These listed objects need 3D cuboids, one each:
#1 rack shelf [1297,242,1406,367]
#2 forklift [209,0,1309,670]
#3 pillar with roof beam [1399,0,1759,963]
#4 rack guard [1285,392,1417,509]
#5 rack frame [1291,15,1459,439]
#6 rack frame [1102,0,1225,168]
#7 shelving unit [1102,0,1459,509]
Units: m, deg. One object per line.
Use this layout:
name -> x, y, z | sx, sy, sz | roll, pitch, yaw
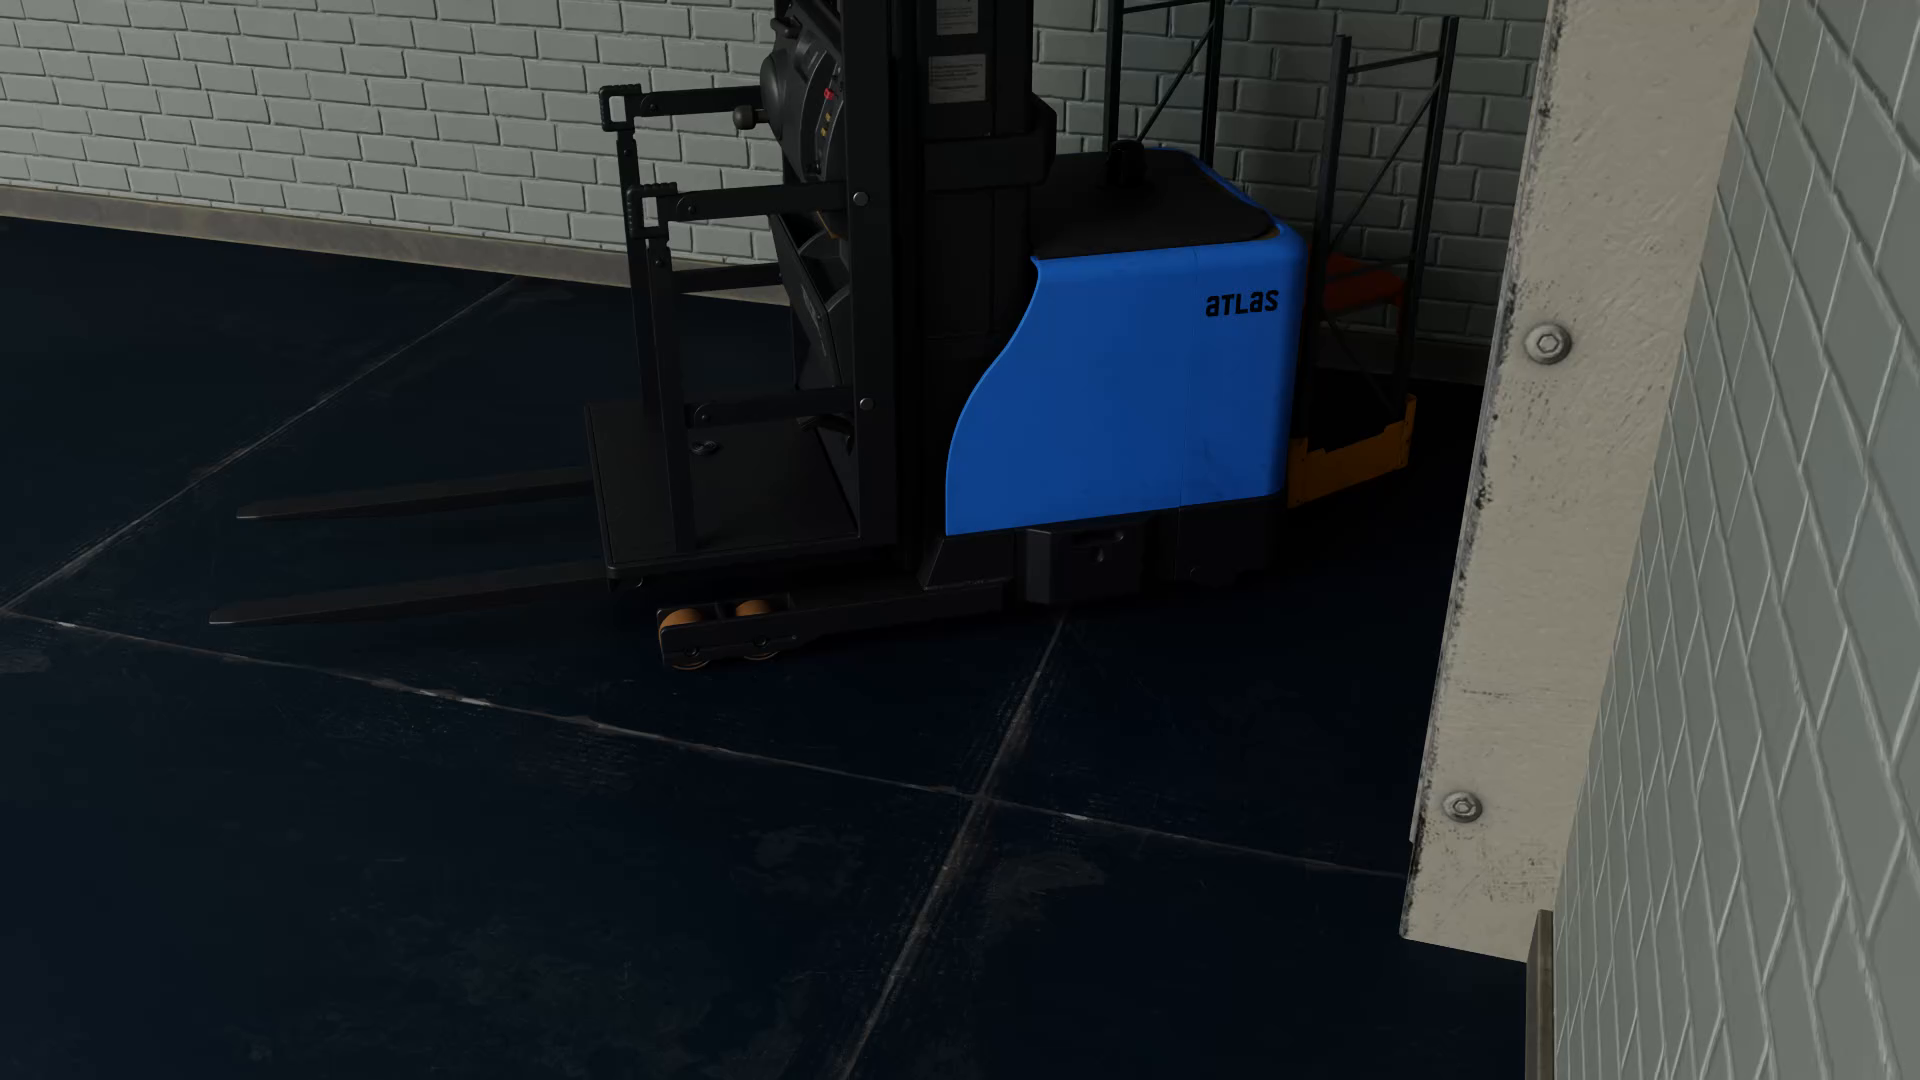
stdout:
rack shelf -> 0.995, -0.896, 5.688 | 0.538, 0.185, 1.000 | -19, 34, -30
forklift -> -0.603, -1.205, 4.402 | 3.031, 2.935, 1.130 | -7, 30, -13
pillar with roof beam -> -2.940, -3.740, 2.717 | 9.100, 9.000, 0.400 | 8, 30, 15
rack guard -> 1.283, -0.304, 5.539 | 0.587, 0.250, 0.087 | -19, 34, -30
rack frame -> 1.283, -0.850, 5.235 | 0.500, 1.500, 0.032 | -19, 34, -30
rack frame -> 0.706, -1.257, 5.966 | 0.500, 1.500, 0.032 | -19, 34, -30
shelving unit -> 1.000, -1.049, 5.594 | 0.587, 1.500, 1.083 | -19, 34, -30
